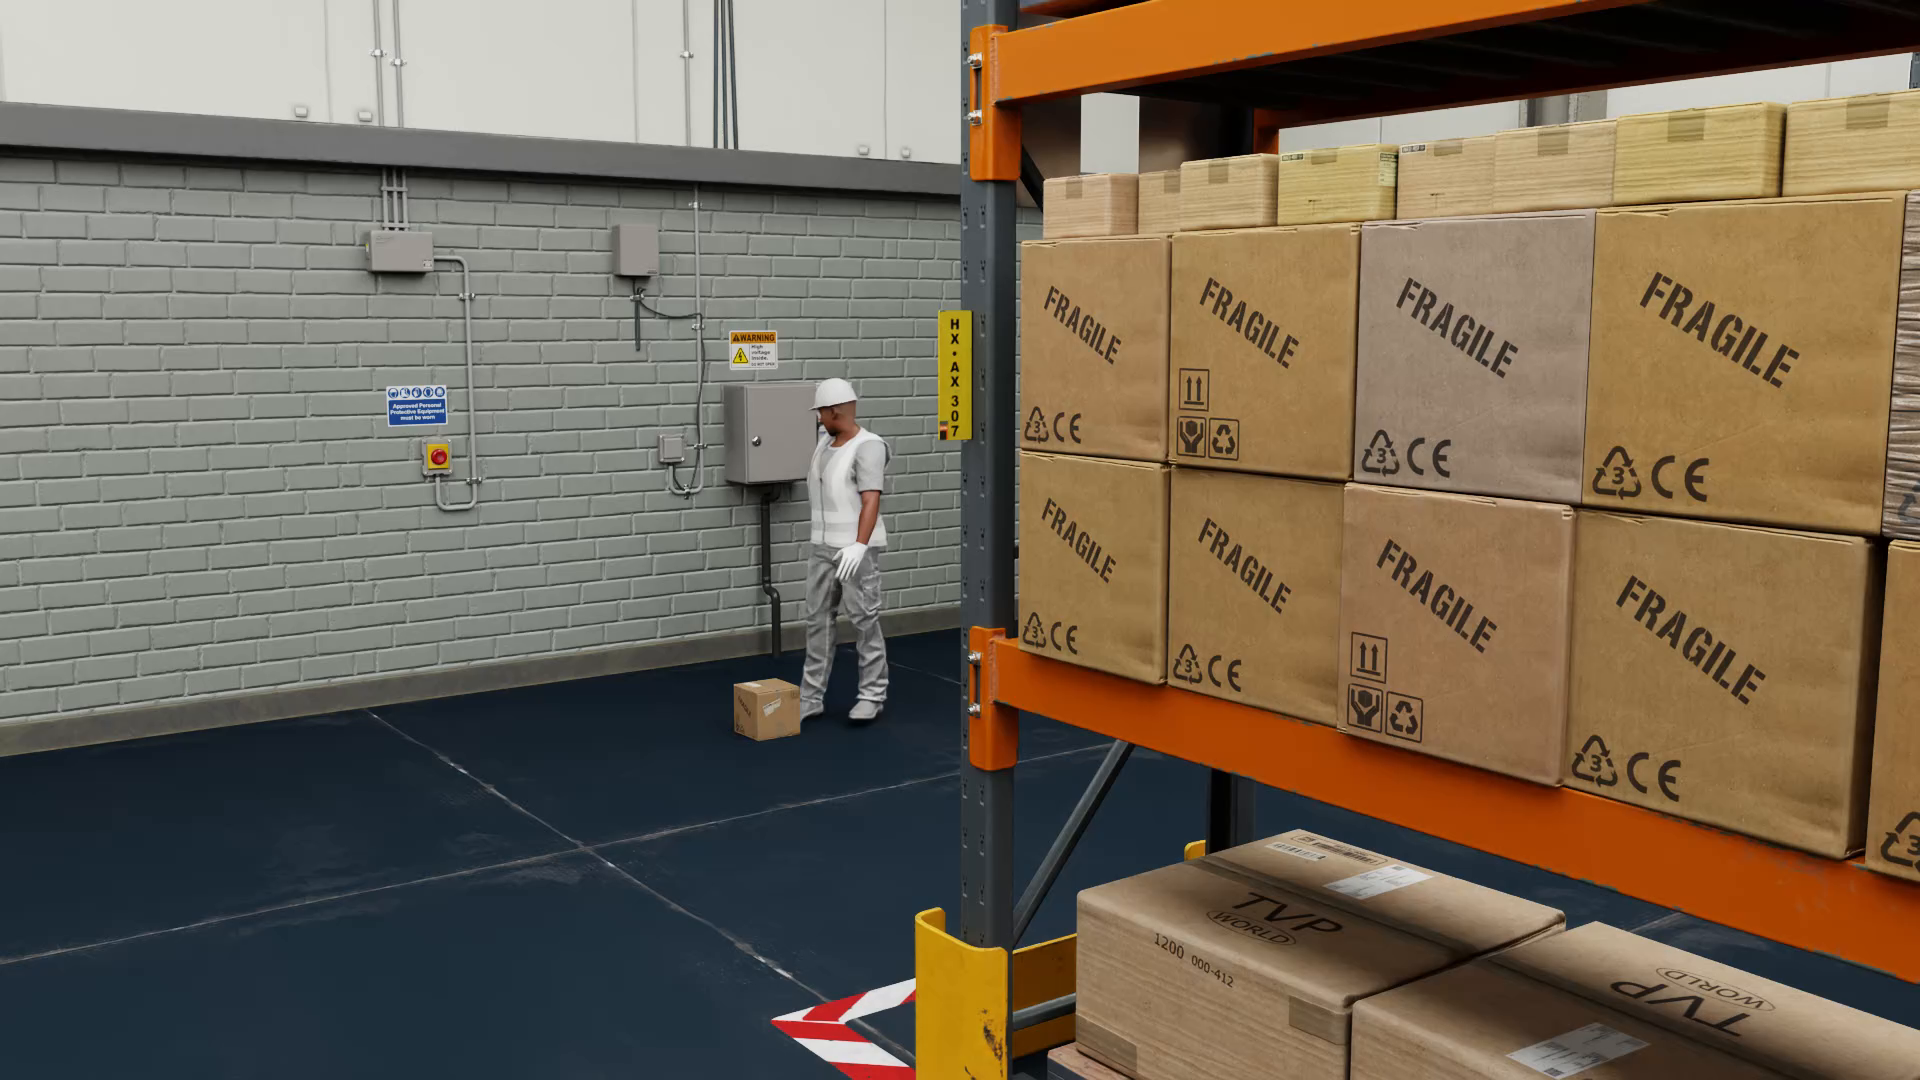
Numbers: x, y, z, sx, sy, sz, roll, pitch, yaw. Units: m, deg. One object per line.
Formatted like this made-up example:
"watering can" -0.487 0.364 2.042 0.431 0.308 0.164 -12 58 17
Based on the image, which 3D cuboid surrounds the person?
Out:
"person" -0.636 0.076 8.626 0.555 1.818 0.624 -7 11 -44
